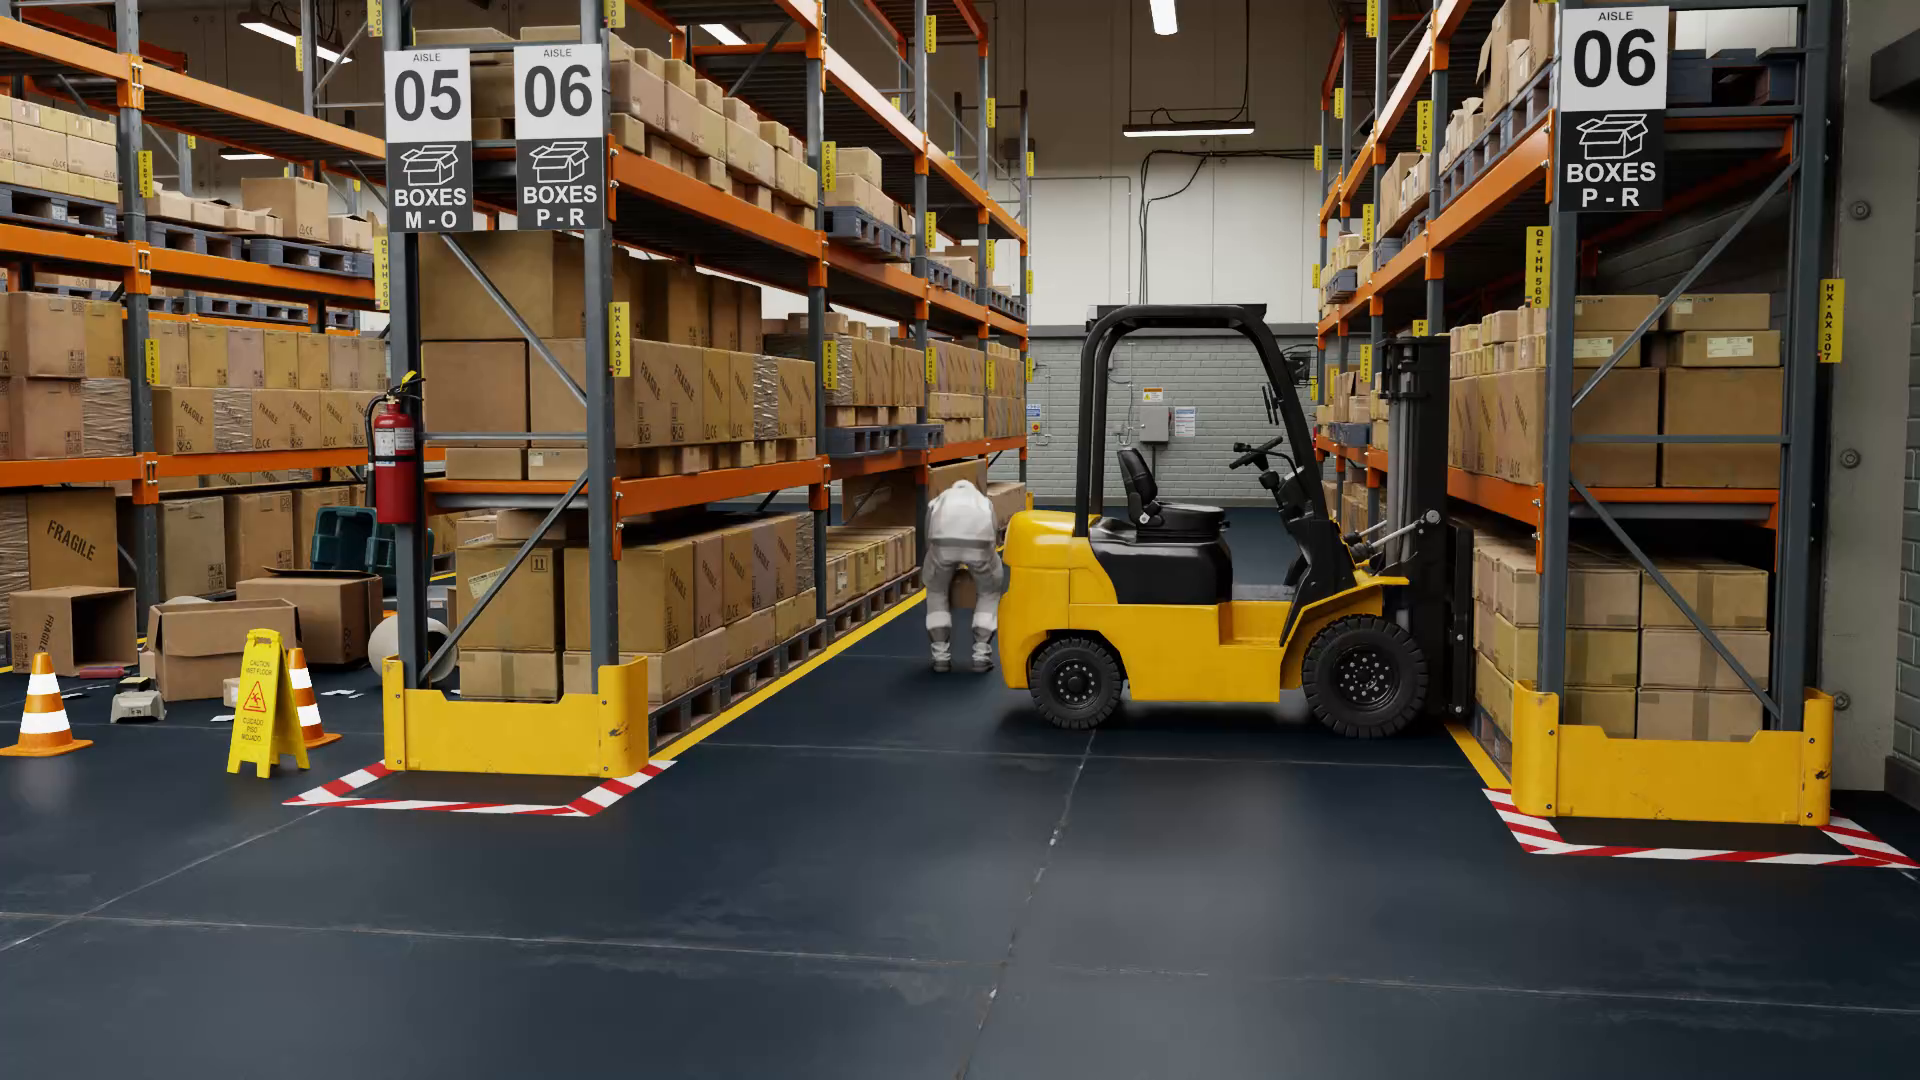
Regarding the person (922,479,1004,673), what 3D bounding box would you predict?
[{"bbox_3d":[0.026,0.215,10.616,0.523,1.173,0.945,0,4,5],"label":"person"}]
